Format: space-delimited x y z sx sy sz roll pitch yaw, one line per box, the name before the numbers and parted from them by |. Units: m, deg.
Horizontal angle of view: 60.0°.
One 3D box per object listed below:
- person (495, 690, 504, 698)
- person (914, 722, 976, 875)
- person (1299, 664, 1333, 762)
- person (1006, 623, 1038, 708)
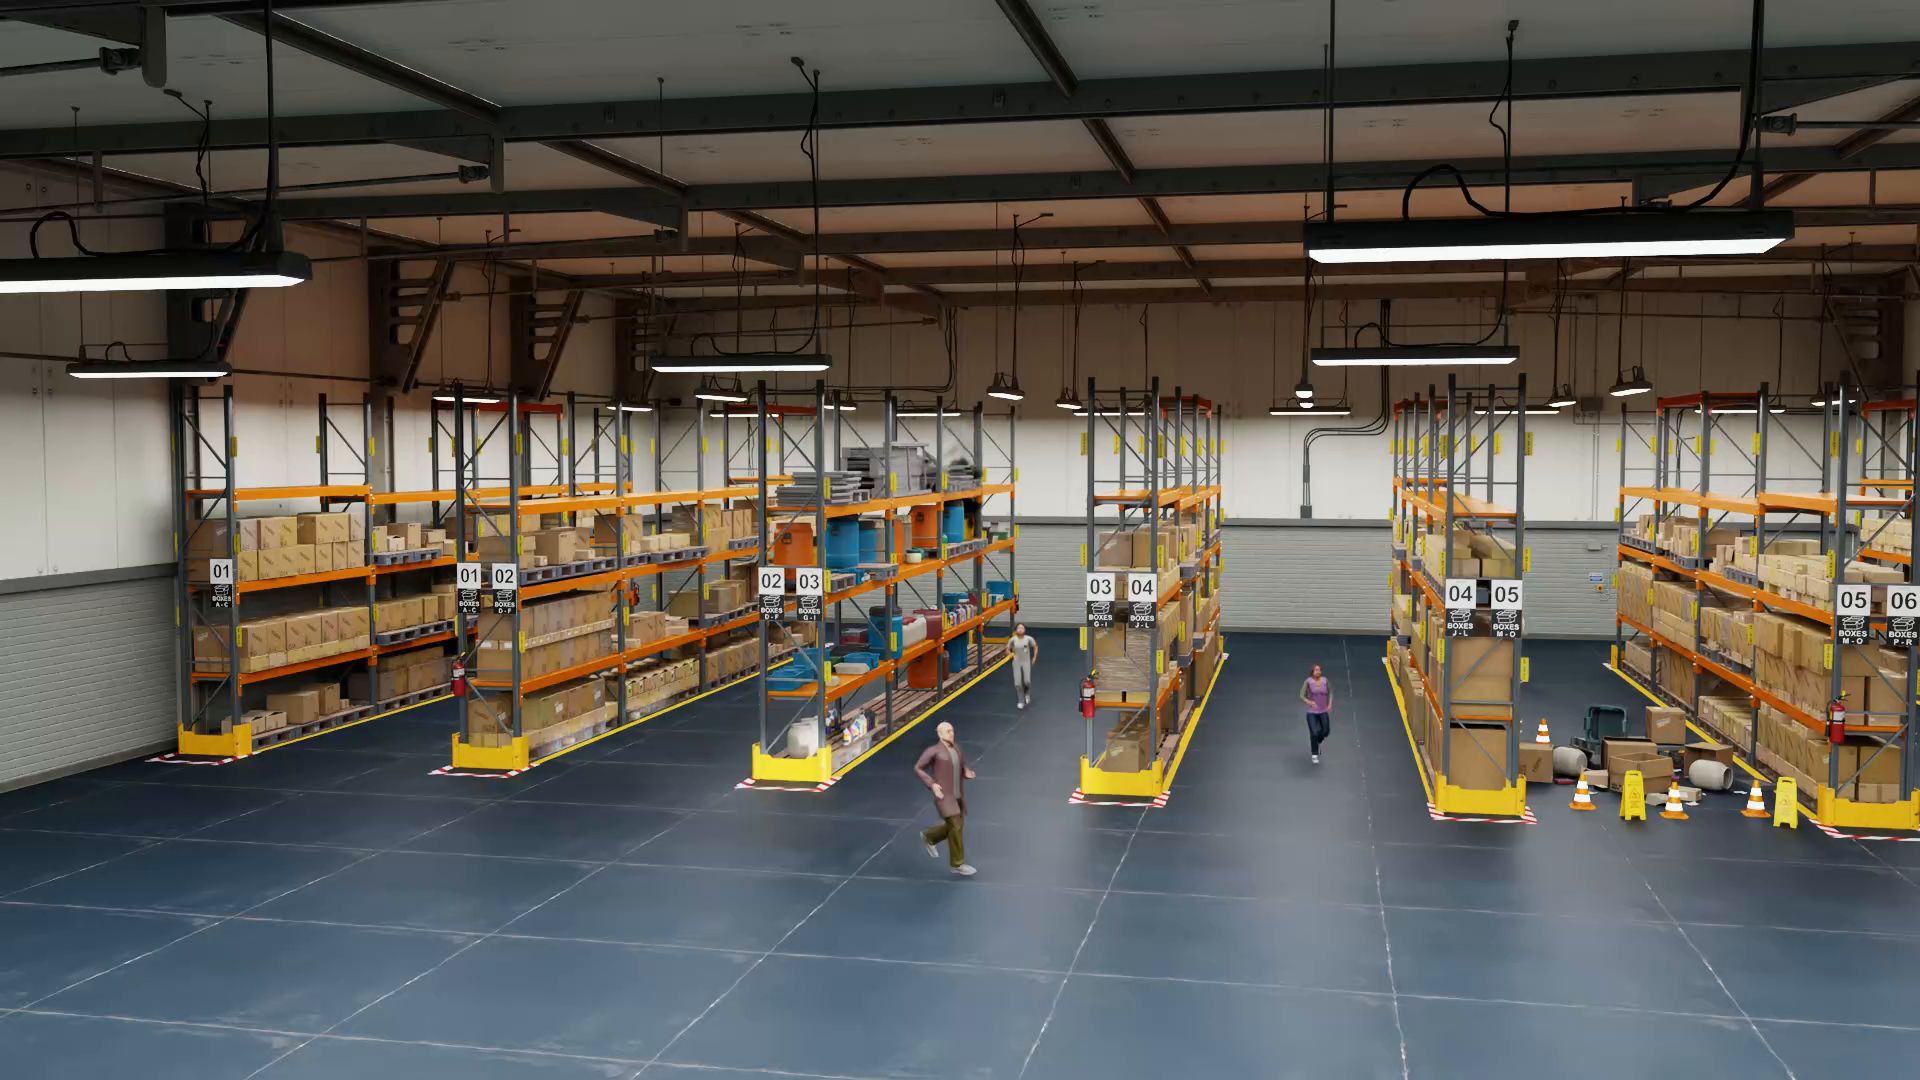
person | -8.192 2.510 29.938 0.609 1.645 0.891 0 3 2
person | -0.129 3.025 19.586 0.866 1.751 0.720 3 4 41
person | 5.674 2.748 26.420 0.580 1.565 0.556 0 3 -3
person | 1.178 2.400 31.812 0.611 1.639 0.541 0 3 4
